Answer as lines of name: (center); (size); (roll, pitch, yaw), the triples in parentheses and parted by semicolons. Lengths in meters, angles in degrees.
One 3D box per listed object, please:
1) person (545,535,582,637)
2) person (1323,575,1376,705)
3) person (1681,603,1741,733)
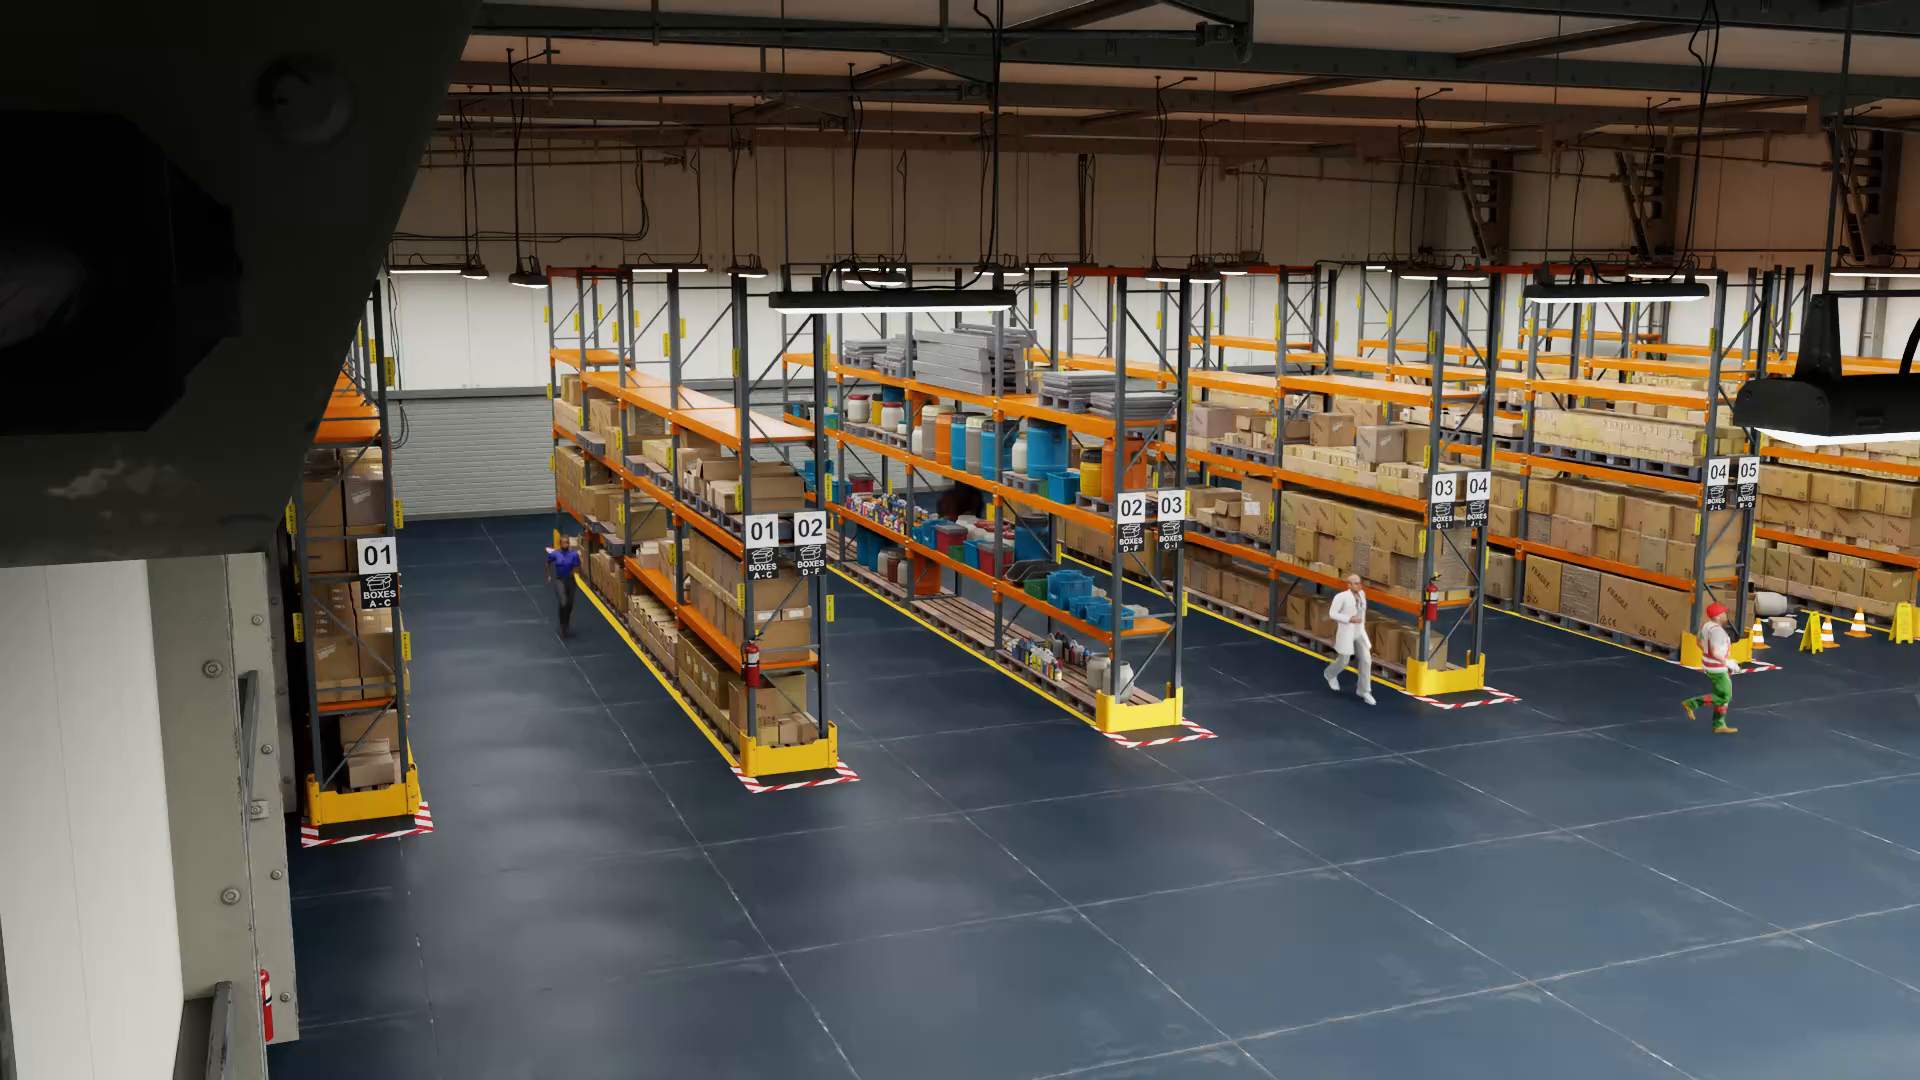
person: (-6.548, 0.766, 27.580); (0.536, 1.680, 0.794); (-5, 11, -26)
person: (5.546, 1.371, 23.683); (0.741, 1.800, 1.023); (-4, 11, -23)
person: (9.927, 1.689, 21.960); (0.746, 1.754, 0.655); (2, 10, 10)
